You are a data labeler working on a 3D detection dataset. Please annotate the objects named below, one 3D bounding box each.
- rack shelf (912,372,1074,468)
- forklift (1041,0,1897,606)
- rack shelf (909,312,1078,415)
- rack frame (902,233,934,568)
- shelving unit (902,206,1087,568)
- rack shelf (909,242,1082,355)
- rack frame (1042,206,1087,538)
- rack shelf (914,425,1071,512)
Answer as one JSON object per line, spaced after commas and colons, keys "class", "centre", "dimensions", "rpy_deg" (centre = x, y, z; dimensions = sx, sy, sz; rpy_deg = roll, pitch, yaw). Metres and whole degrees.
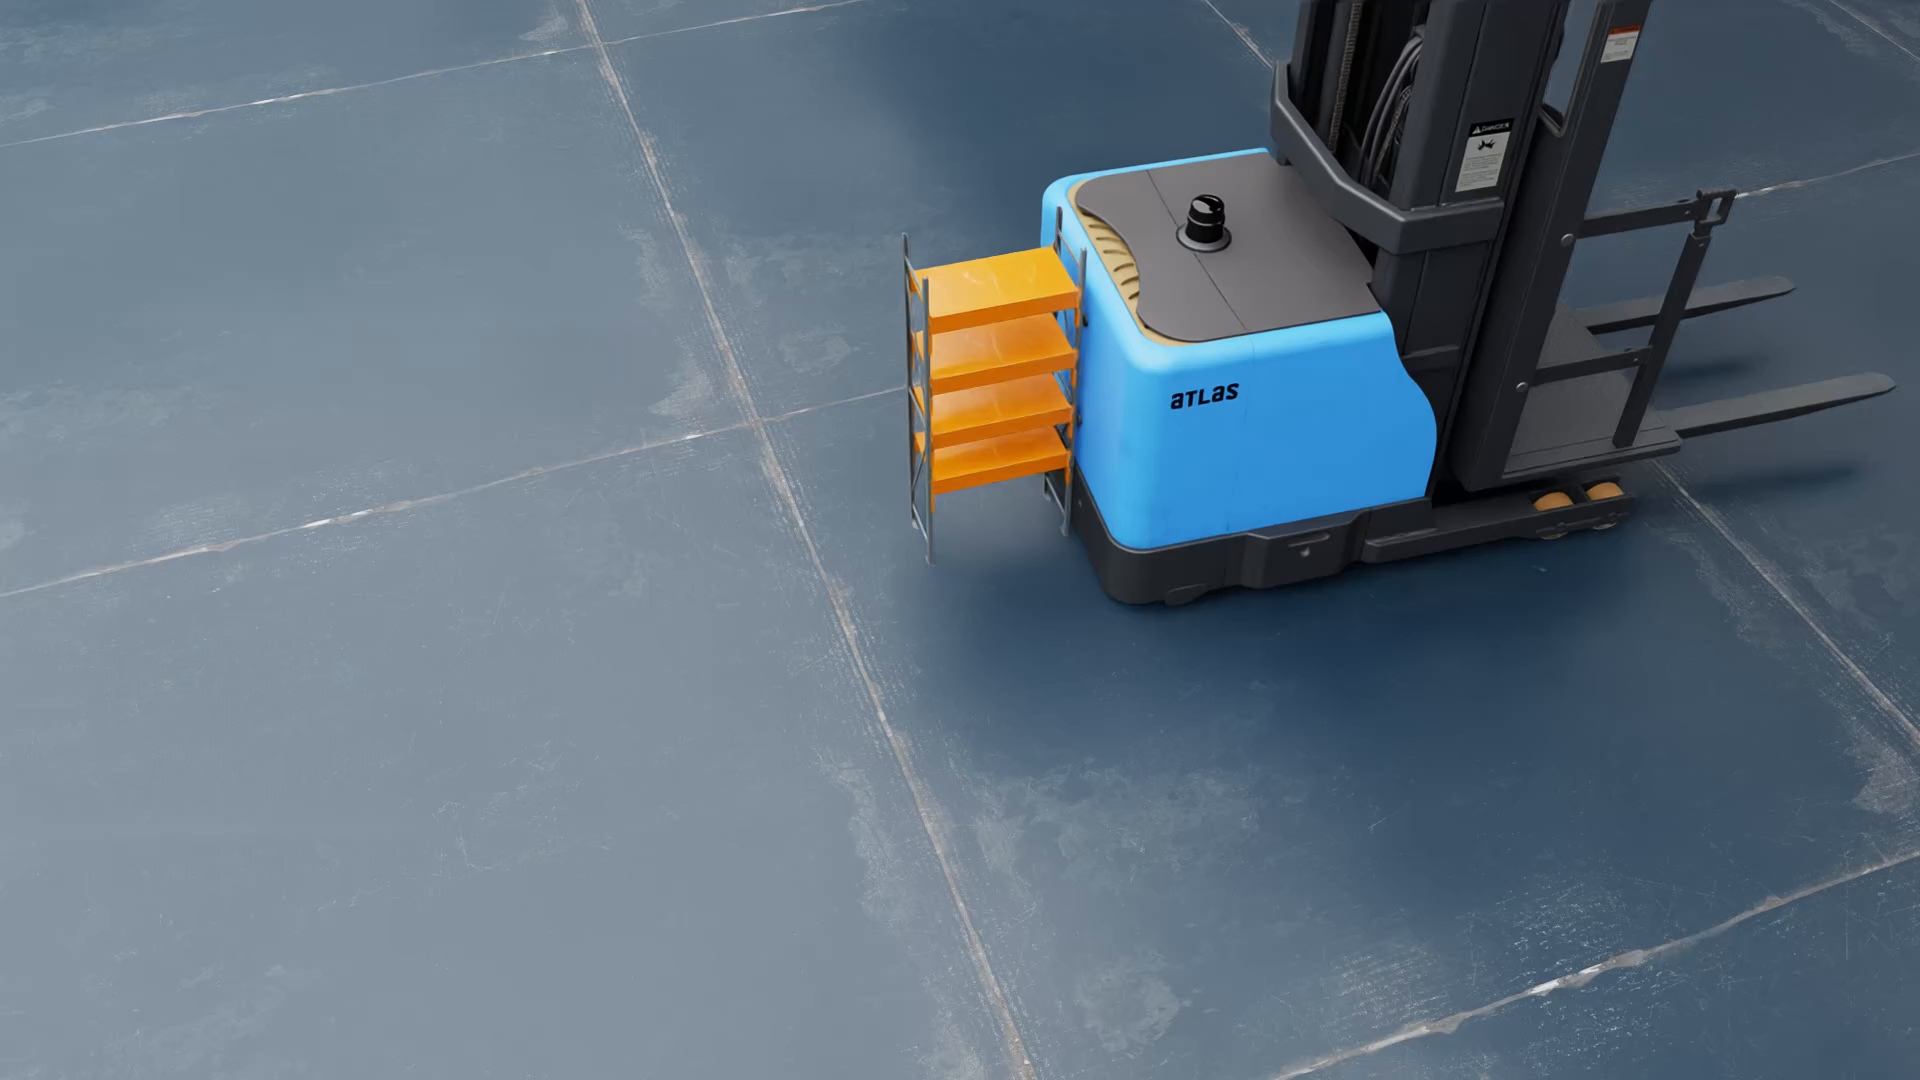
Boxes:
{"class": "rack shelf", "centre": [0.101, -0.416, 5.412], "dimensions": [0.480, 0.148, 0.258], "rpy_deg": [-12, 46, -12]}
{"class": "forklift", "centre": [1.830, -1.389, 5.065], "dimensions": [3.031, 2.935, 1.130], "rpy_deg": [-11, 46, -10]}
{"class": "rack shelf", "centre": [0.101, -0.573, 5.254], "dimensions": [0.480, 0.148, 0.258], "rpy_deg": [-12, 46, -12]}
{"class": "rack frame", "centre": [-0.132, -0.413, 5.314], "dimensions": [0.015, 1.200, 0.240], "rpy_deg": [-12, 46, -12]}
{"class": "shelving unit", "centre": [0.101, -0.463, 5.364], "dimensions": [0.503, 1.200, 0.258], "rpy_deg": [-12, 46, -12]}
{"class": "rack shelf", "centre": [0.101, -0.740, 5.086], "dimensions": [0.480, 0.148, 0.258], "rpy_deg": [-12, 46, -12]}
{"class": "rack frame", "centre": [0.335, -0.513, 5.414], "dimensions": [0.015, 1.200, 0.240], "rpy_deg": [-12, 46, -12]}
{"class": "rack shelf", "centre": [0.101, -0.275, 5.553], "dimensions": [0.480, 0.148, 0.258], "rpy_deg": [-12, 46, -12]}
